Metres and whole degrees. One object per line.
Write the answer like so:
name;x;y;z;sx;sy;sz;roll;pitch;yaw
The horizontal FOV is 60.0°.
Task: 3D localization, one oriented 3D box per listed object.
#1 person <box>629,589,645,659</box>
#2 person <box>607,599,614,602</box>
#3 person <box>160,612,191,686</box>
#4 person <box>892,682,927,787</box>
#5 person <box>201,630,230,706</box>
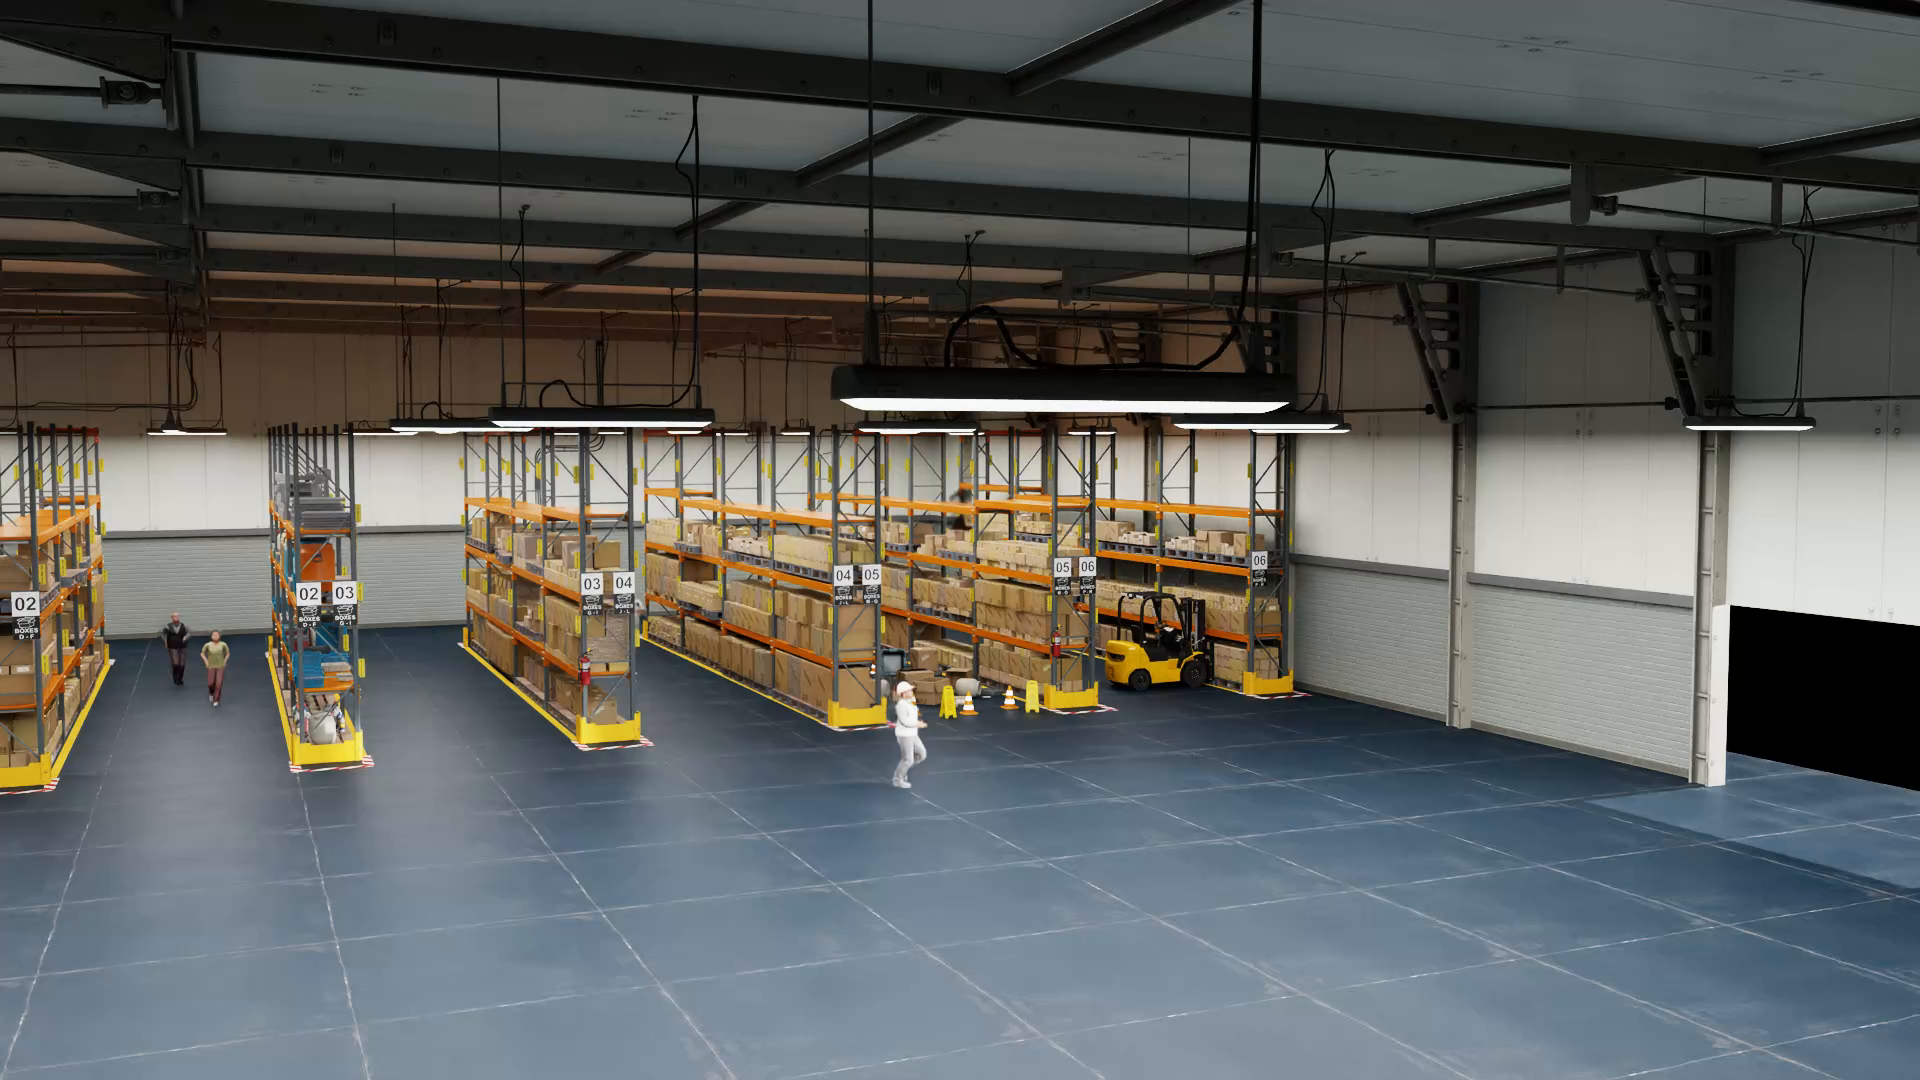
person;-8.587;2.185;43.558;0.633;1.851;0.785;-2;4;-27
person;-9.667;2.158;45.979;0.595;1.539;0.495;-2;4;-28
person;-18.078;2.522;38.401;0.636;1.699;0.636;-2;4;-35
person;-0.818;3.183;27.253;0.592;1.732;0.645;1;4;11
person;-15.918;2.734;35.577;0.563;1.624;0.533;-2;4;-28
